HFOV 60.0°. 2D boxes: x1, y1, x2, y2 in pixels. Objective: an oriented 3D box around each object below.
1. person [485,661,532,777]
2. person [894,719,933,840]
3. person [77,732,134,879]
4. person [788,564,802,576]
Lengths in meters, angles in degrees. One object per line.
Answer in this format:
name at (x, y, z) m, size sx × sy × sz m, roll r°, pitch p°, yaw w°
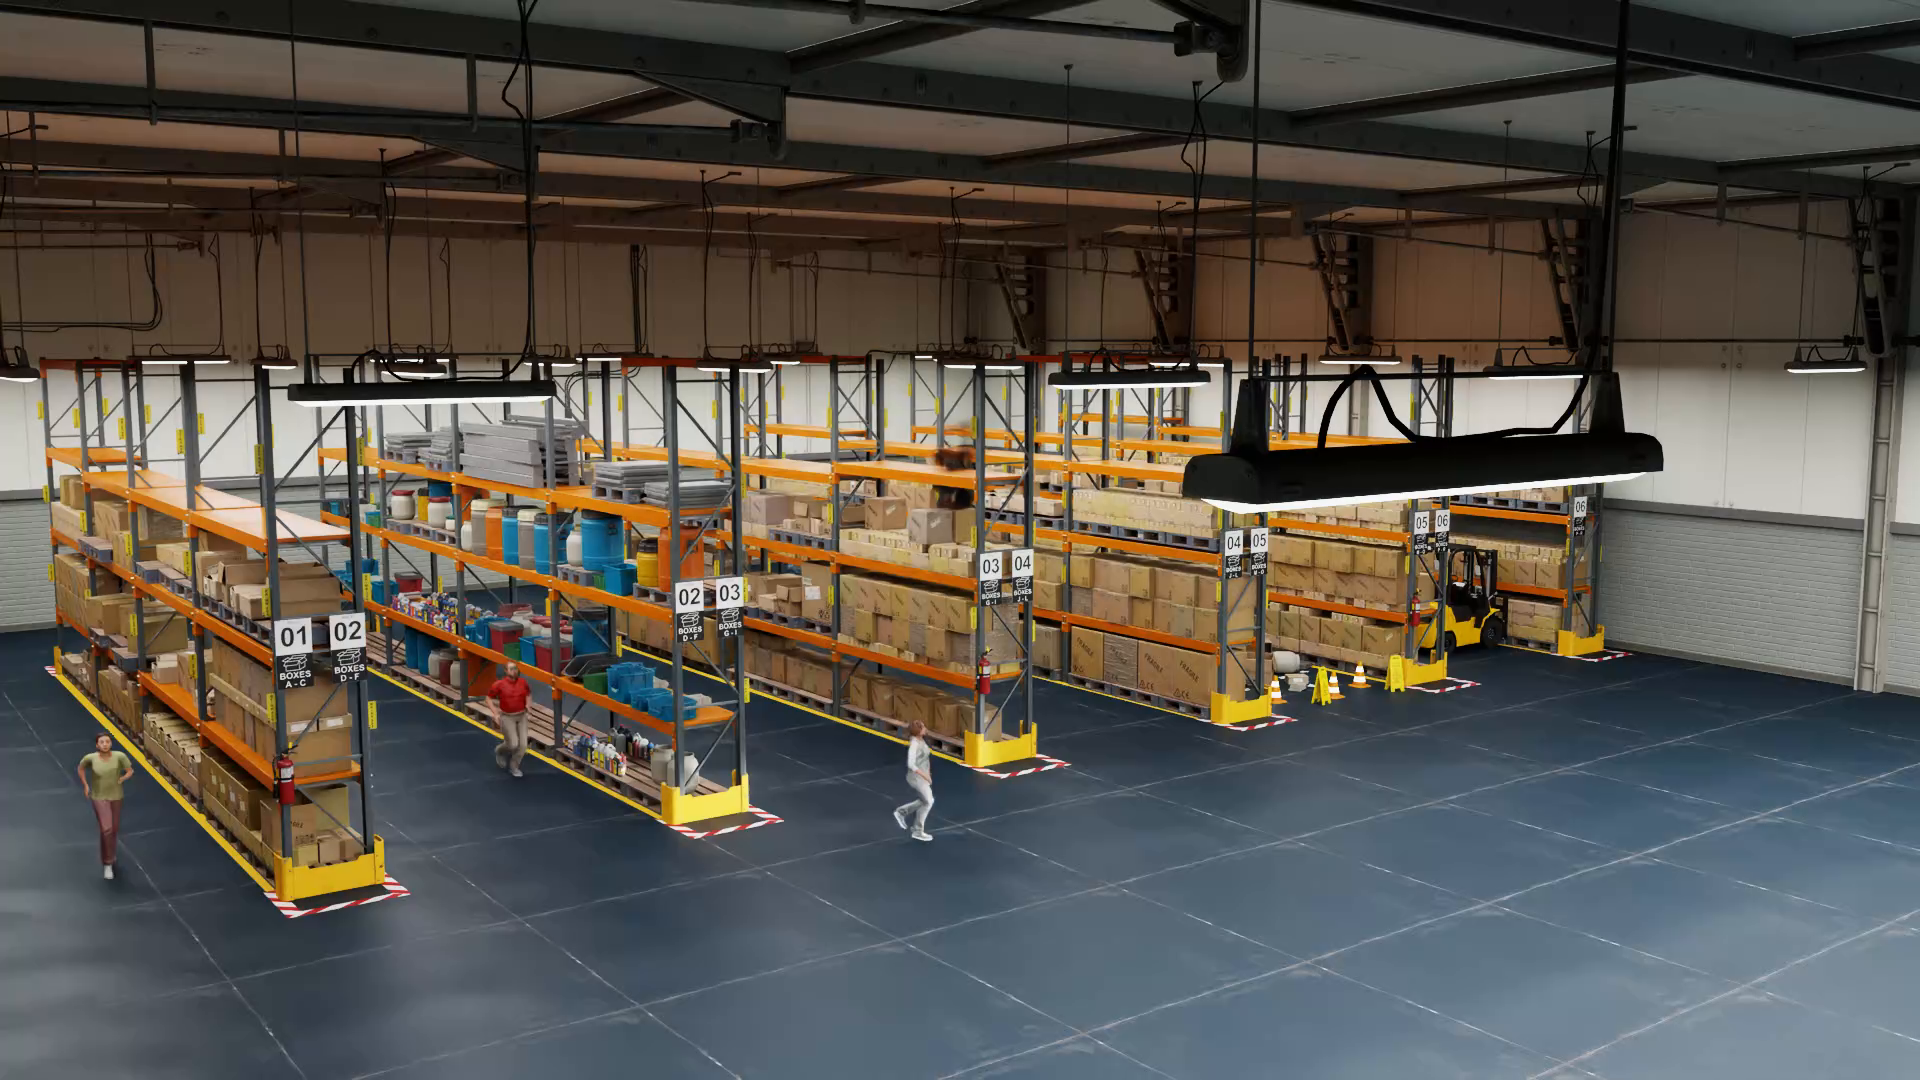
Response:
person at (-6.509, 2.604, 24.206) m, size 0.670 × 1.684 × 0.597 m, roll -6°, pitch 9°, yaw -41°
person at (-0.595, 3.039, 21.113) m, size 0.506 × 1.568 × 0.537 m, roll 0°, pitch 7°, yaw 1°
person at (-10.177, 3.114, 19.879) m, size 0.561 × 1.709 × 0.775 m, roll -6°, pitch 9°, yaw -40°
person at (-4.175, 0.366, 42.421) m, size 0.782 × 1.711 × 0.719 m, roll -4°, pitch 8°, yaw -32°
